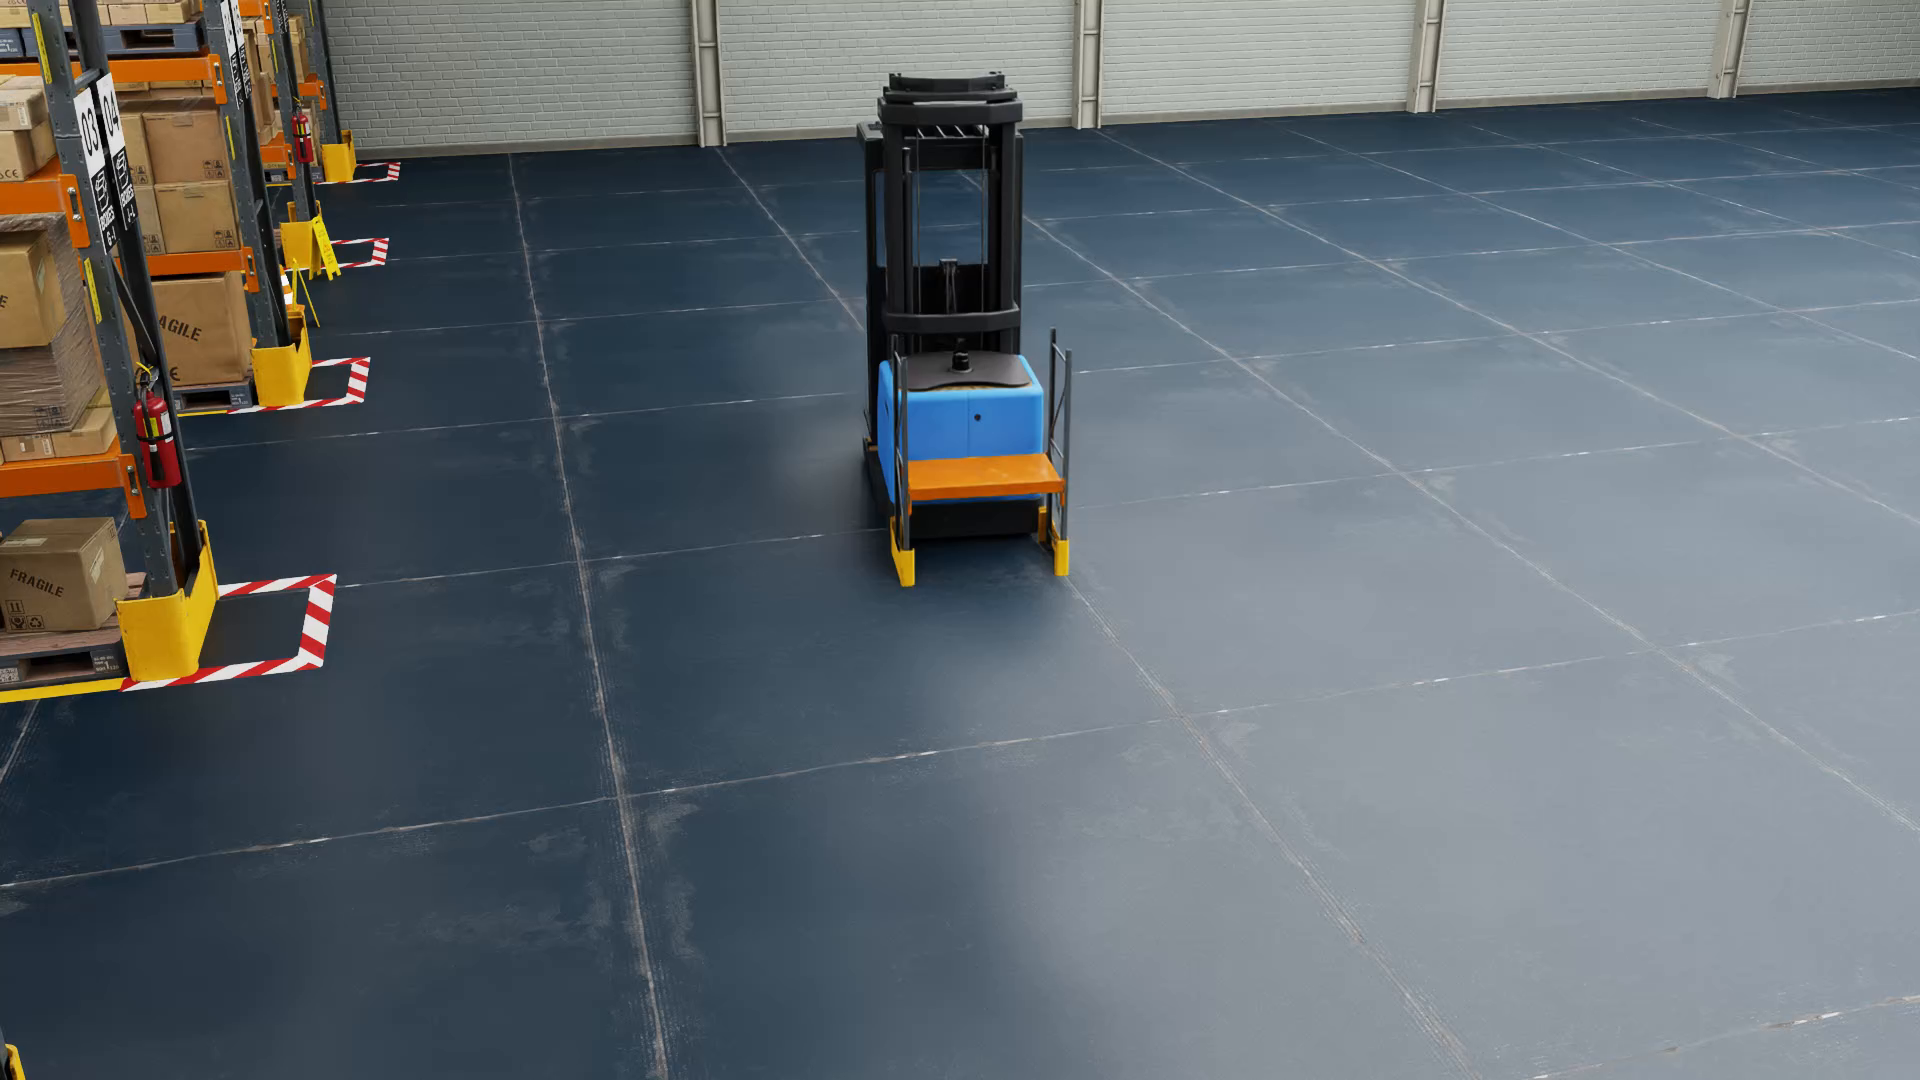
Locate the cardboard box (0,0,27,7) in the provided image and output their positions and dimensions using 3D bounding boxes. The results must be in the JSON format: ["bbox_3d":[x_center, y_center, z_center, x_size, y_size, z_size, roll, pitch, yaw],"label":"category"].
[{"bbox_3d":[-7.199,-4.132,12.426,0.500,0.250,0.500,-6,24,-15],"label":"cardboard box"}]

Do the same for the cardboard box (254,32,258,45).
[{"bbox_3d":[-9.379,-6.622,21.930,0.250,0.149,0.380,-6,24,-13],"label":"cardboard box"}]

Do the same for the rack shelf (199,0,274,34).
[{"bbox_3d":[-9.198,-5.415,17.174,4.000,0.370,1.077,-6,24,-14],"label":"rack shelf"}]

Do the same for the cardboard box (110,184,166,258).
[{"bbox_3d":[-6.706,-2.657,13.448,0.550,0.550,0.875,-6,24,-14],"label":"cardboard box"}]

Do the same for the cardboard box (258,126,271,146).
[{"bbox_3d":[-7.574,-4.344,17.888,0.250,0.149,0.380,-5,24,-13],"label":"cardboard box"}]

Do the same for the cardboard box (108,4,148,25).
[{"bbox_3d":[-6.309,-4.023,12.677,0.250,0.149,0.380,-6,24,-14],"label":"cardboard box"}]

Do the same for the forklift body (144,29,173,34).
[{"bbox_3d":[-9.950,-5.180,20.594,1.214,2.155,2.313,-6,24,-14],"label":"forklift body"}]

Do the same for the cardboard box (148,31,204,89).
[{"bbox_3d":[-8.194,-5.034,17.406,0.500,0.500,0.700,-6,24,-14],"label":"cardboard box"}]

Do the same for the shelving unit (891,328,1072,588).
[{"bbox_3d":[0.120,-0.534,10.594,1.083,1.500,0.587,-4,23,-8],"label":"shelving unit"}]

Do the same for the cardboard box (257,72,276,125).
[{"bbox_3d":[-7.803,-4.818,18.170,0.500,0.500,0.500,-7,24,-15],"label":"cardboard box"}]

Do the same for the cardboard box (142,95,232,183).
[{"bbox_3d":[-6.205,-3.252,13.465,0.550,0.550,0.875,-6,24,-14],"label":"cardboard box"}]

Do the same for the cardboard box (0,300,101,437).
[{"bbox_3d":[-5.132,-0.952,9.161,0.500,0.500,0.875,-6,24,-14],"label":"cardboard box"}]

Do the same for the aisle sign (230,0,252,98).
[{"bbox_3d":[-5.850,-4.028,13.536,0.004,0.787,0.394,-6,24,-14],"label":"aisle sign"}]

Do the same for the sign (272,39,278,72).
[{"bbox_3d":[-7.142,-5.045,17.334,0.005,0.325,0.100,-6,24,-14],"label":"sign"}]

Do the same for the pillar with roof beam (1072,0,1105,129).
[{"bbox_3d":[3.186,-9.133,21.123,0.400,9.000,9.100,-6,24,-14],"label":"pillar with roof beam"}]

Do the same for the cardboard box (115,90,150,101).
[{"bbox_3d":[-8.686,-4.497,17.422,0.500,0.500,0.500,-6,24,-15],"label":"cardboard box"}]

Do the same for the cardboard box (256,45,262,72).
[{"bbox_3d":[-9.521,-6.306,22.016,0.500,0.500,0.500,-6,24,-13],"label":"cardboard box"}]

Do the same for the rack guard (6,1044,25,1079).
[{"bbox_3d":[-3.318,2.237,5.402,0.348,0.500,1.175,-6,24,-14],"label":"rack guard"}]

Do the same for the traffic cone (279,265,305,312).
[{"bbox_3d":[-6.710,-2.494,16.475,0.334,0.463,0.336,-6,24,-14],"label":"traffic cone"}]

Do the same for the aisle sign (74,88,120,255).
[{"bbox_3d":[-4.455,-1.905,8.589,0.004,0.787,0.394,-6,24,-14],"label":"aisle sign"}]

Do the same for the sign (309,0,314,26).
[{"bbox_3d":[-8.483,-6.898,21.753,0.005,0.325,0.100,-6,24,-14],"label":"sign"}]

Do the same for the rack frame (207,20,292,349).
[{"bbox_3d":[-5.838,-2.712,13.765,0.127,3.000,1.000,-6,24,-14],"label":"rack frame"}]

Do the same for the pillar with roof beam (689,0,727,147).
[{"bbox_3d":[-2.591,-8.494,19.633,0.400,9.000,9.100,-6,24,-14],"label":"pillar with roof beam"}]

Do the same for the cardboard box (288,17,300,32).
[{"bbox_3d":[-8.904,-6.827,22.030,0.250,0.149,0.380,-6,24,-14],"label":"cardboard box"}]

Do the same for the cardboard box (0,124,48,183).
[{"bbox_3d":[-4.991,-1.979,8.445,0.500,0.250,0.500,-6,24,-13],"label":"cardboard box"}]

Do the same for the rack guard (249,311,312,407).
[{"bbox_3d":[-5.815,-1.565,14.264,0.348,0.500,1.175,-6,24,-14],"label":"rack guard"}]

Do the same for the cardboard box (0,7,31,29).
[{"bbox_3d":[-7.047,-3.941,12.486,0.250,0.149,0.380,-7,24,-15],"label":"cardboard box"}]

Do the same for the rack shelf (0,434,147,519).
[{"bbox_3d":[-6.521,-0.274,8.997,4.000,0.370,1.077,-6,24,-14],"label":"rack shelf"}]

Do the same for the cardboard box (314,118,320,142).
[{"bbox_3d":[-9.125,-5.652,22.939,0.500,0.250,0.500,-6,24,-13],"label":"cardboard box"}]

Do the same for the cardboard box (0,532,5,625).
[{"bbox_3d":[-5.767,0.275,9.443,0.500,0.500,0.500,0,23,0],"label":"cardboard box"}]

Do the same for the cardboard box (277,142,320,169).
[{"bbox_3d":[-8.984,-5.224,22.574,0.500,0.250,0.500,-6,24,-14],"label":"cardboard box"}]

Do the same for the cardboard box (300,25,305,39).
[{"bbox_3d":[-9.013,-6.871,22.509,0.250,0.149,0.380,-7,24,-16],"label":"cardboard box"}]

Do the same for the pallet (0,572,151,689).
[{"bbox_3d":[-5.460,0.545,9.712,1.213,0.211,1.003,-6,24,-14],"label":"pallet"}]

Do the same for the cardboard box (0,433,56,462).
[{"bbox_3d":[-5.055,-0.567,9.086,0.250,0.149,0.380,-6,24,-14],"label":"cardboard box"}]

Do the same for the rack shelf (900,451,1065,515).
[{"bbox_3d":[0.129,-0.370,10.666,1.000,0.185,0.538,-4,23,-8],"label":"rack shelf"}]

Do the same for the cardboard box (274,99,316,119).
[{"bbox_3d":[-9.130,-5.874,22.822,0.500,0.250,0.500,-7,24,-15],"label":"cardboard box"}]

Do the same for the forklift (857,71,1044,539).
[{"bbox_3d":[-0.143,-1.898,11.957,1.130,2.935,3.031,-3,23,-7],"label":"forklift"}]

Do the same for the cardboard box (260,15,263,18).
[{"bbox_3d":[-9.271,-6.986,22.400,0.250,0.149,0.380,-5,24,-13],"label":"cardboard box"}]

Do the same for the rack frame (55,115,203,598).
[{"bbox_3d":[-4.595,-0.818,9.352,0.127,3.000,1.000,-6,24,-14],"label":"rack frame"}]

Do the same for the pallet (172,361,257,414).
[{"bbox_3d":[-6.586,-1.315,14.048,1.213,0.211,1.003,-6,24,-14],"label":"pallet"}]

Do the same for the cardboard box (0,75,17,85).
[{"bbox_3d":[-5.199,-2.378,8.869,0.250,0.149,0.380,-6,24,-13],"label":"cardboard box"}]
